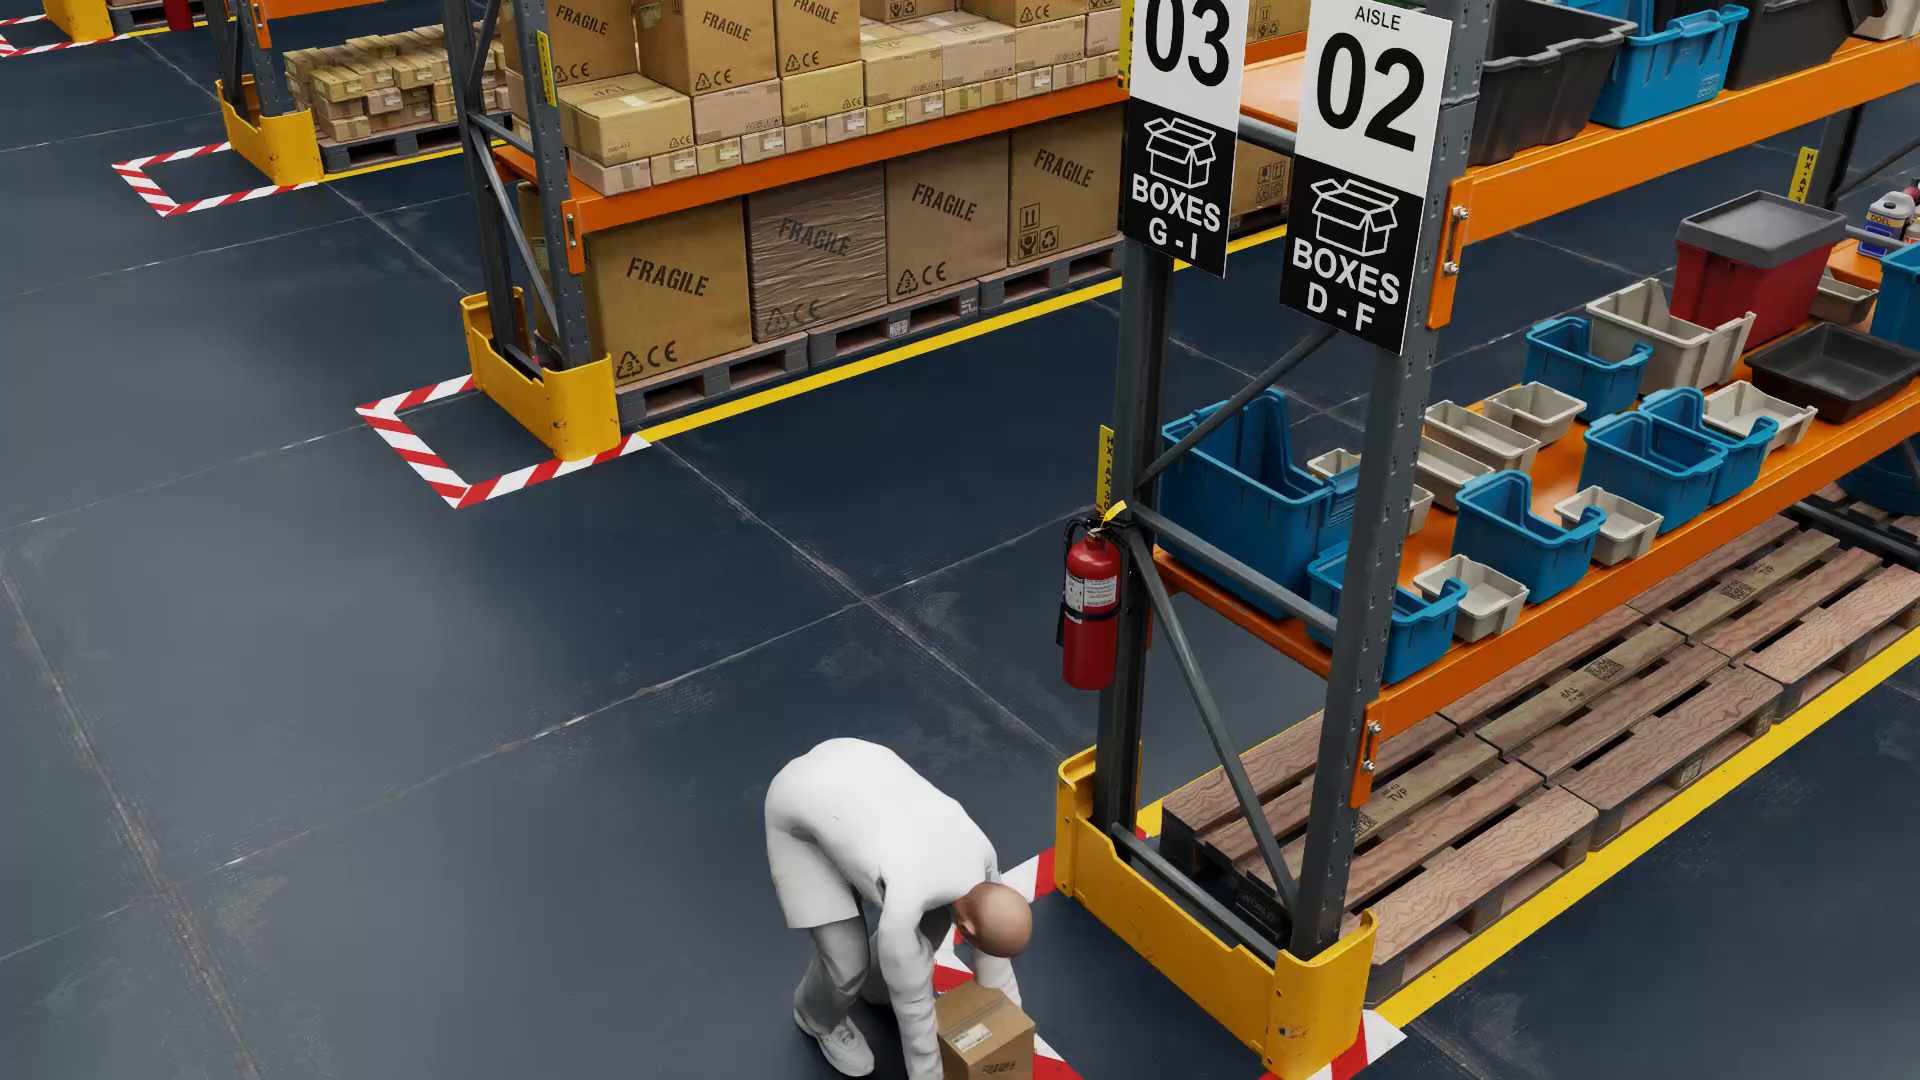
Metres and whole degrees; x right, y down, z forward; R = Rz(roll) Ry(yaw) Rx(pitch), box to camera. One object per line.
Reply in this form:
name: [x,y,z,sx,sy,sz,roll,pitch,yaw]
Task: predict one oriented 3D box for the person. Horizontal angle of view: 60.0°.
person: [-0.173,1.162,4.948,0.946,1.066,0.576,27,40,36]
